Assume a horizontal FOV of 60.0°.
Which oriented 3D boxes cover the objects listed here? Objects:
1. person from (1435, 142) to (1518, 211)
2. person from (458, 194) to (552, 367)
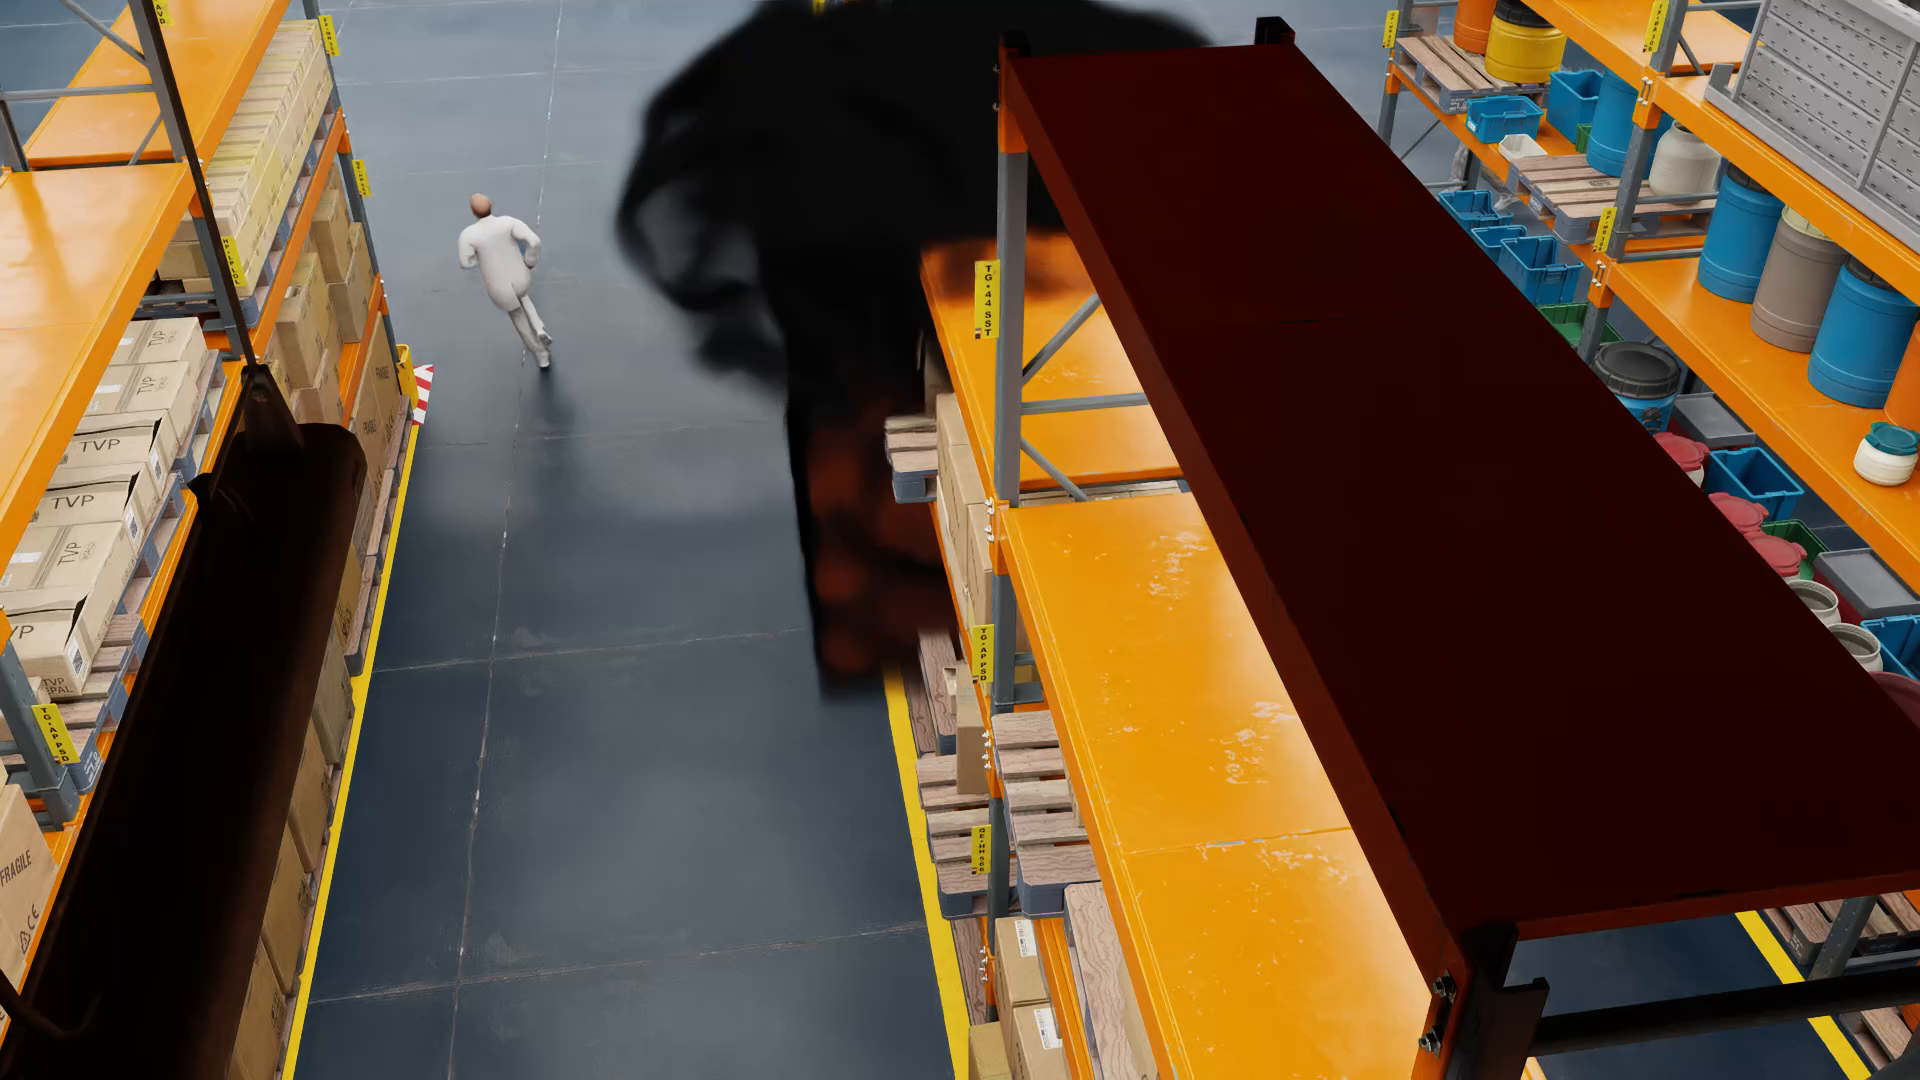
[{"bbox_3d":[5.656,-4.384,17.902,0.949,1.784,0.695,7,37,9],"label":"person"},{"bbox_3d":[-4.203,-2.407,15.278,0.724,1.700,0.634,-20,41,-25],"label":"person"}]
